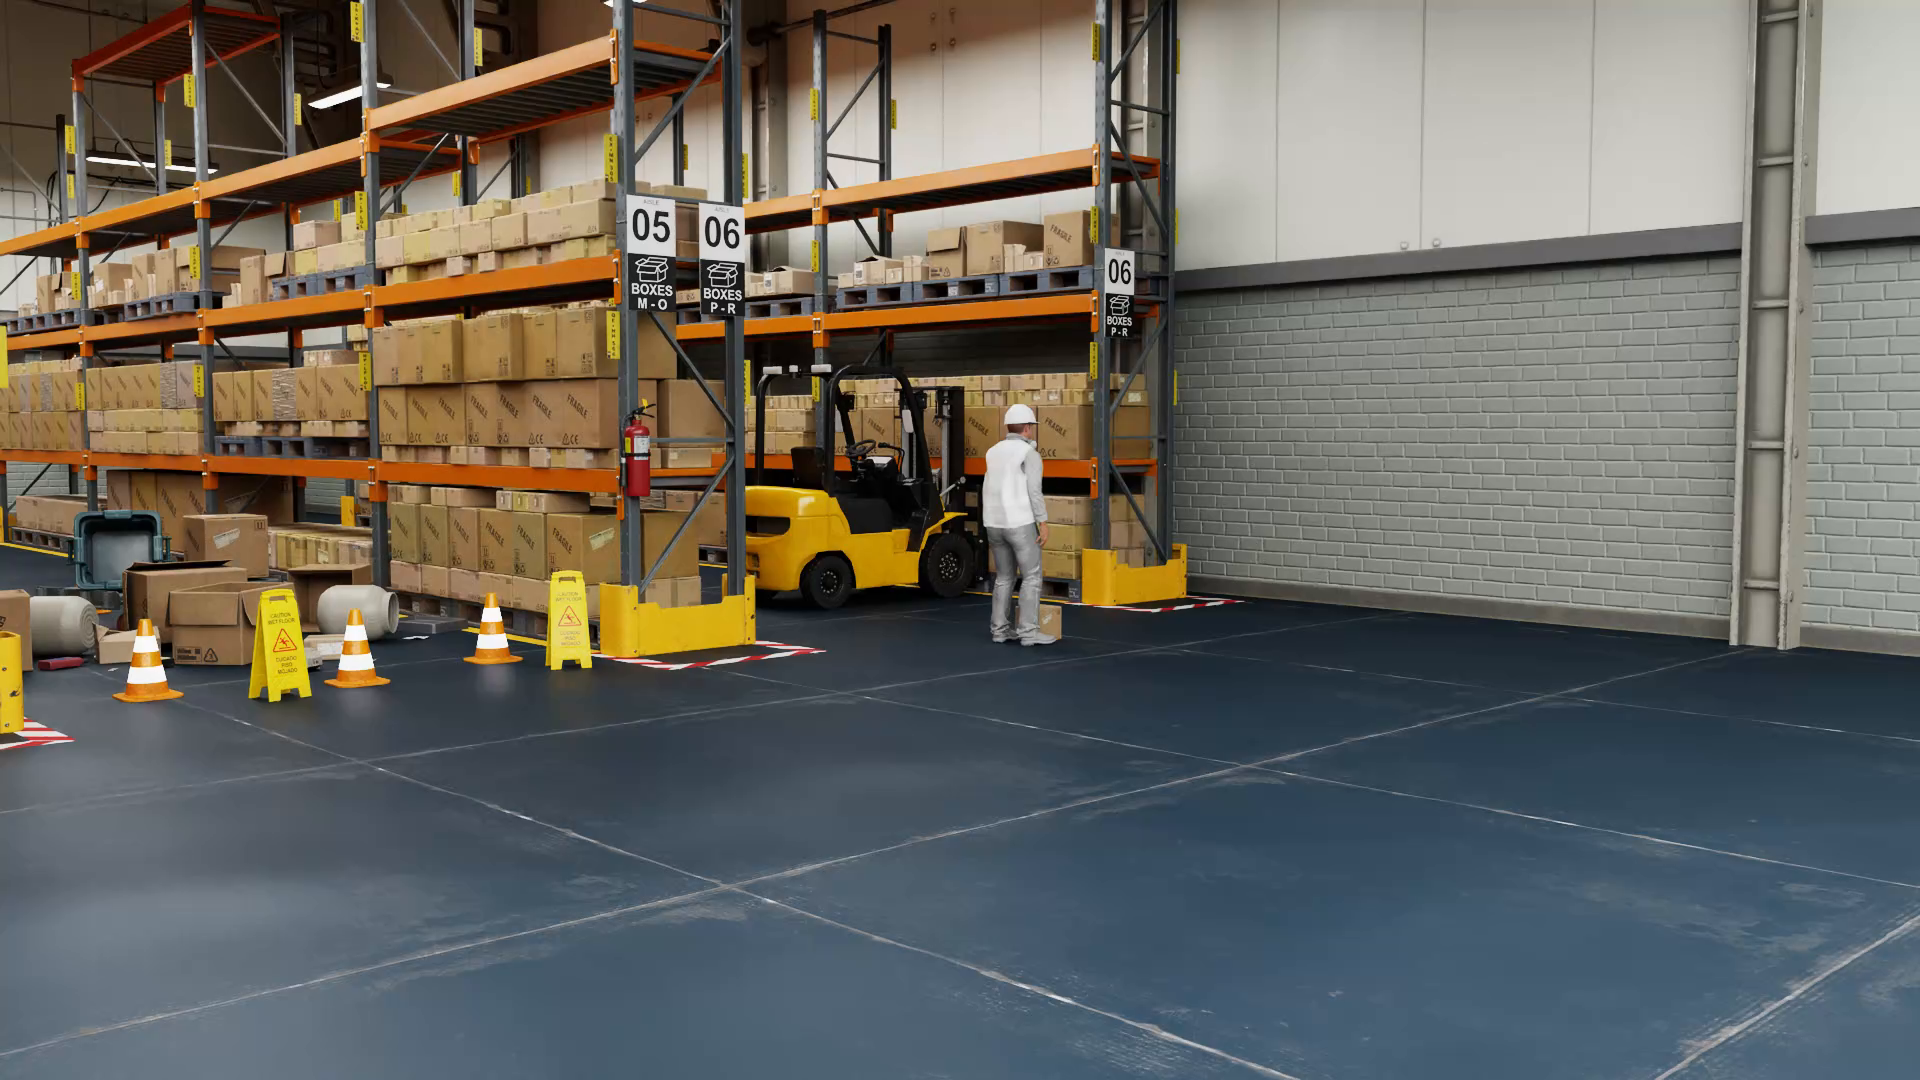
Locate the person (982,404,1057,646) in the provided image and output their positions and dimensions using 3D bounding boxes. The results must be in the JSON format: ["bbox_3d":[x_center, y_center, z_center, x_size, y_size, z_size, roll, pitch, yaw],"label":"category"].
[{"bbox_3d":[0.414,-0.120,12.340,0.460,1.772,0.581,-4,5,-43],"label":"person"}]
